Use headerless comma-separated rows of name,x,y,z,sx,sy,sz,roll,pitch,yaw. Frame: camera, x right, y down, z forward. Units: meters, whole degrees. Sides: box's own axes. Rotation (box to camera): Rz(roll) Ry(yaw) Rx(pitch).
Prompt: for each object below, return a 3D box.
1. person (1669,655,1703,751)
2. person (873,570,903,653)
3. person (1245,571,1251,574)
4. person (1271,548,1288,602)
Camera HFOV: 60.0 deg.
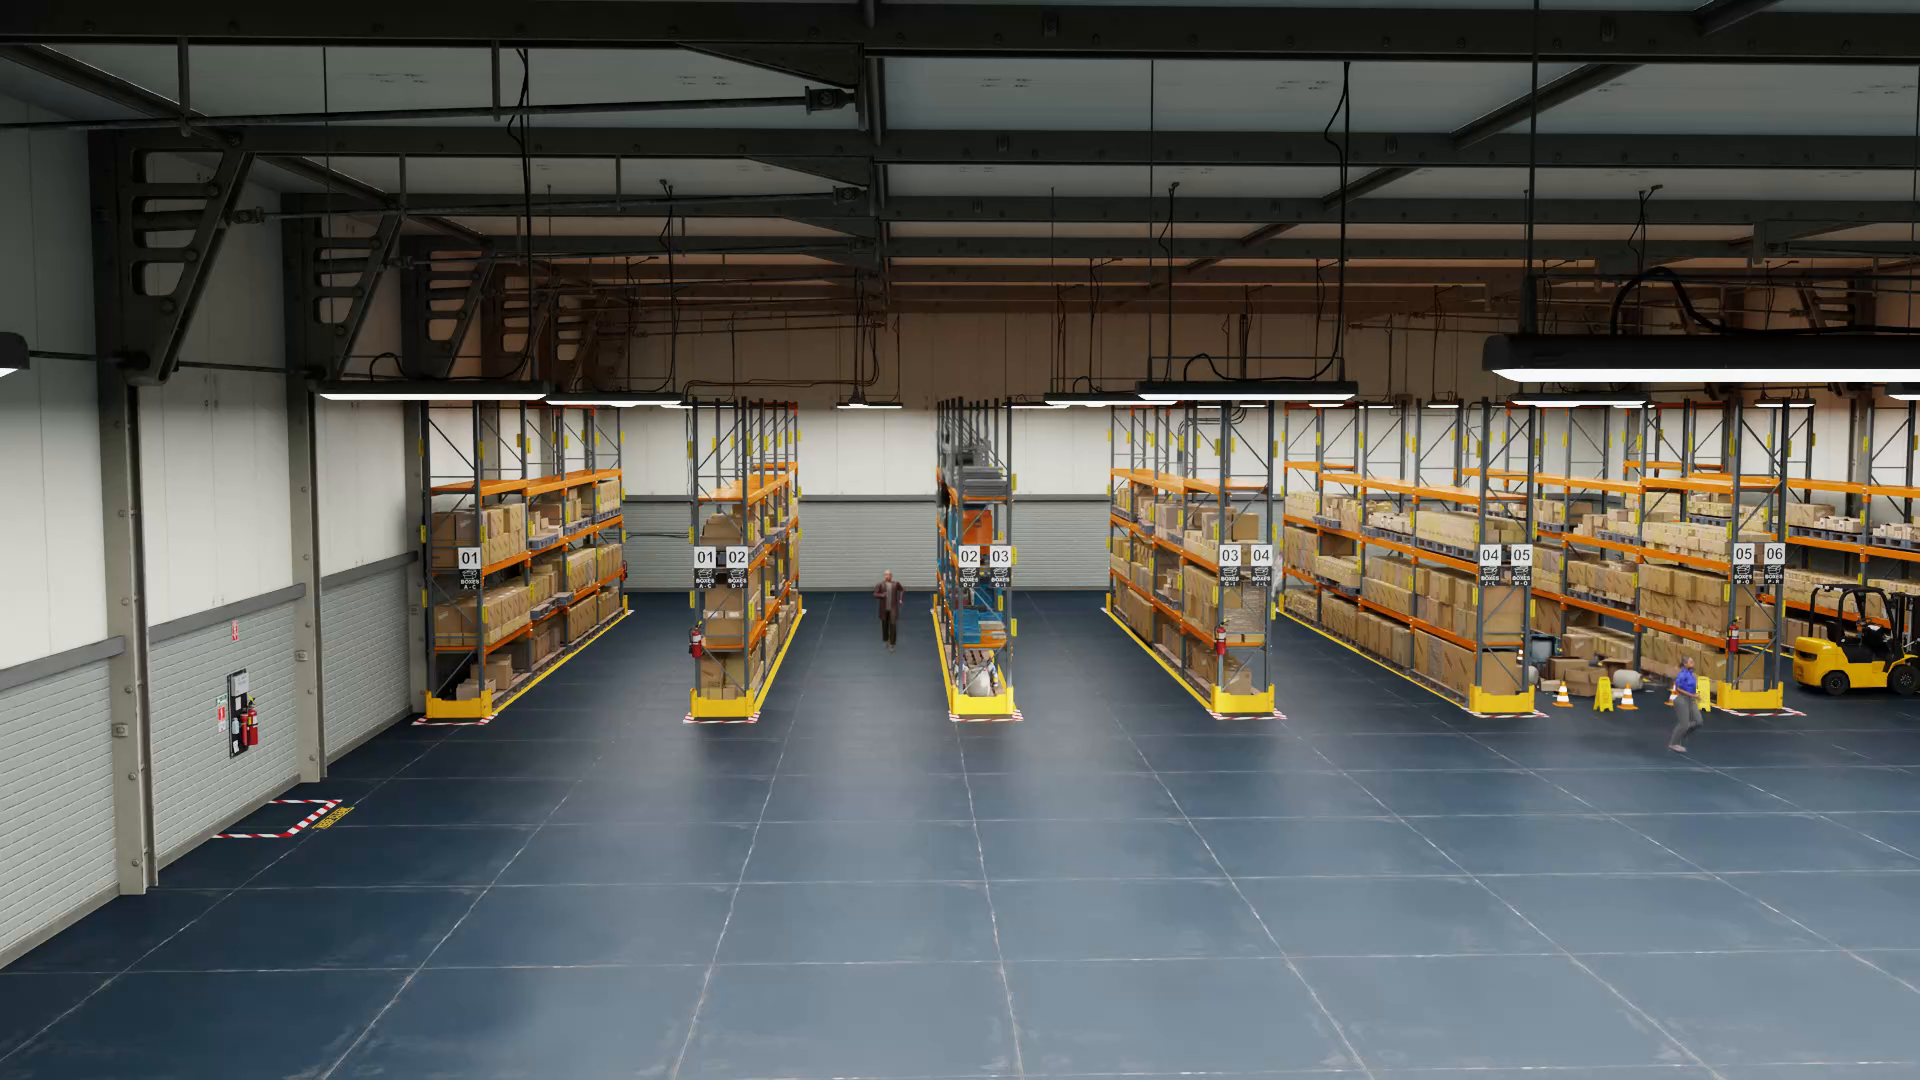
person,12.234,2.749,27.963,0.589,1.622,0.573,-4,6,-43
person,-1.630,1.602,37.882,0.684,1.841,0.888,0,4,-2
person,7.973,1.225,46.878,0.739,1.747,0.972,1,5,13
person,9.378,1.051,48.801,1.035,1.738,0.714,-1,5,-17
